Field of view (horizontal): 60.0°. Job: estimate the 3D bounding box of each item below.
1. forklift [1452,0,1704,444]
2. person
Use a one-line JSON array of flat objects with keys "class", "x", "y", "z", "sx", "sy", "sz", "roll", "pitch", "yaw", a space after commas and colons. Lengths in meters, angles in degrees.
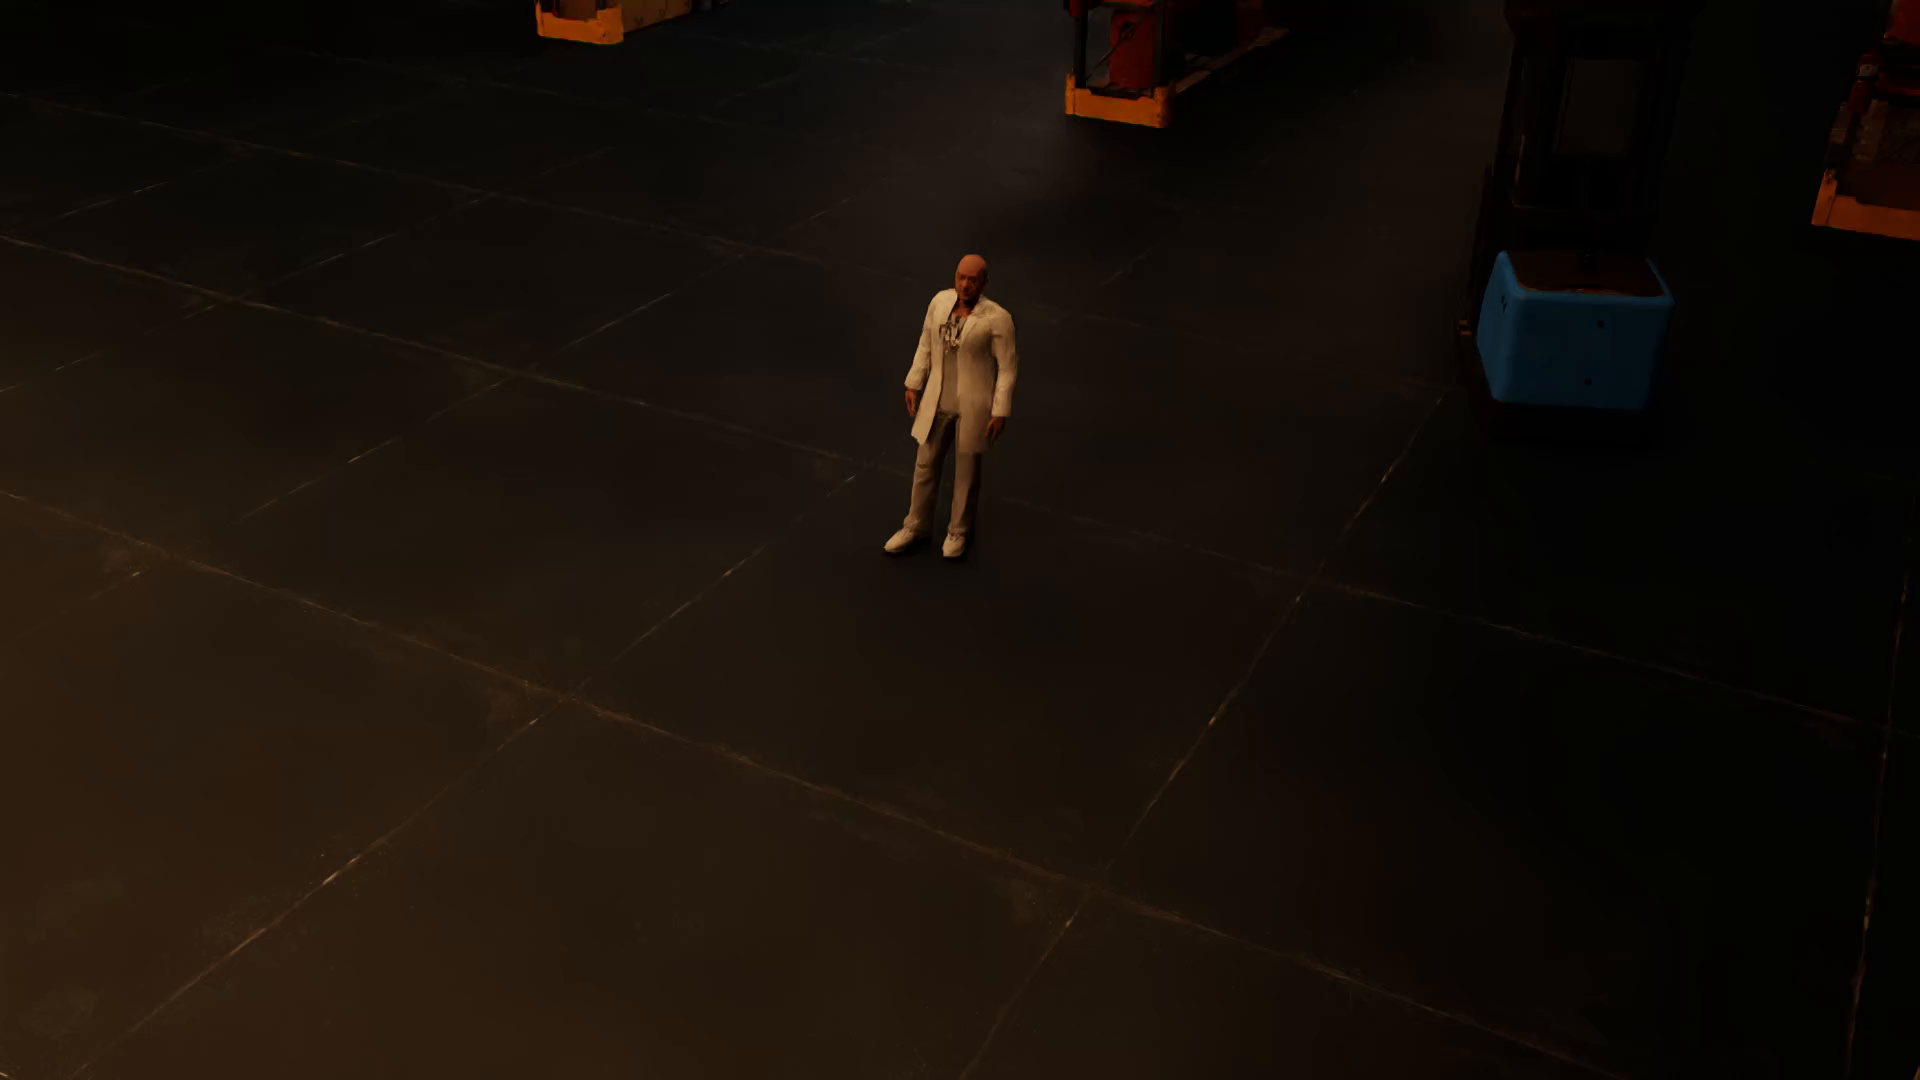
[{"class": "forklift", "x": 4.256, "y": -2.617, "z": 11.604, "sx": 1.130, "sy": 2.935, "sz": 3.031, "roll": 4, "pitch": 30, "yaw": 8}, {"class": "person", "x": -0.049, "y": -0.653, "z": 9.535, "sx": 0.694, "sy": 1.582, "sz": 0.577, "roll": 15, "pitch": 33, "yaw": 25}]
